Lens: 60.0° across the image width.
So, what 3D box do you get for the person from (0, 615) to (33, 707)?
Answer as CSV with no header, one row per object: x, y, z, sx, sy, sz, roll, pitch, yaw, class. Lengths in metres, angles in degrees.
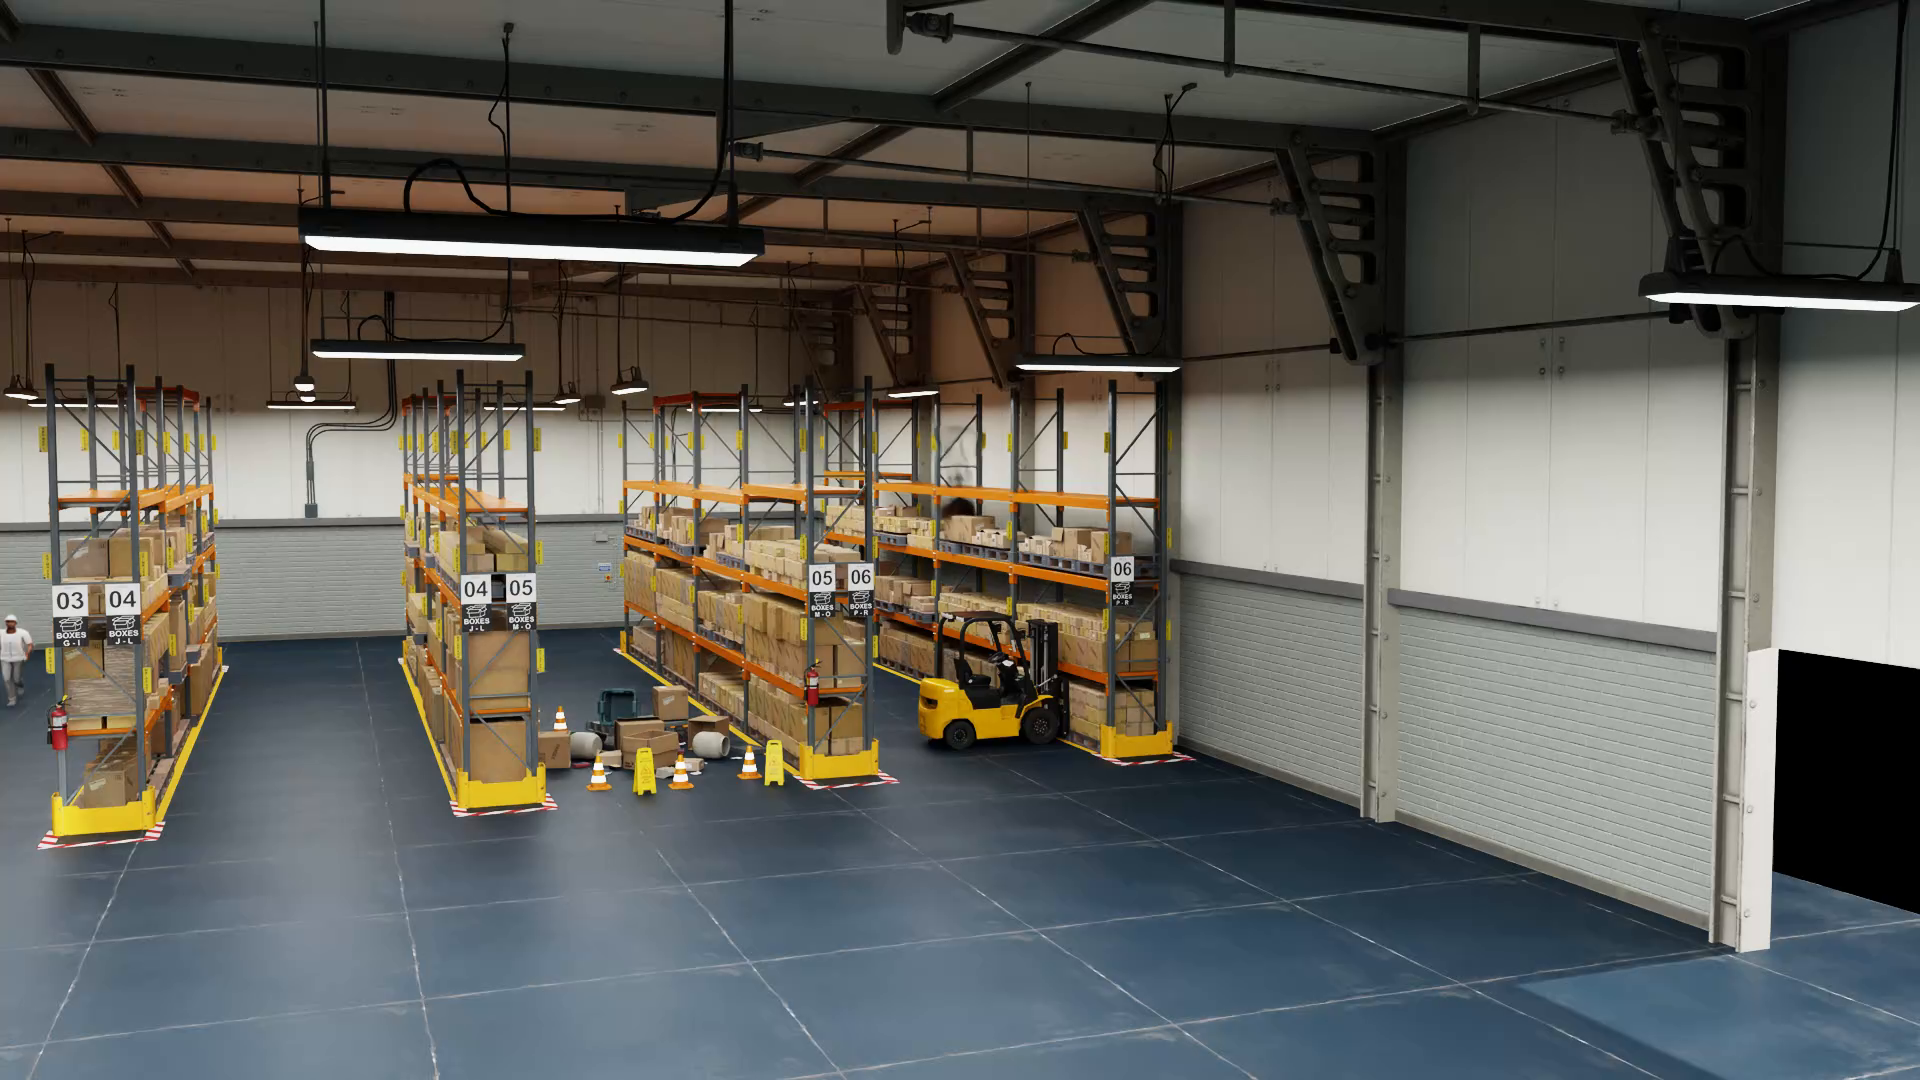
-18.121,2.290,31.793,0.701,1.732,0.680,-1,4,-20,person
